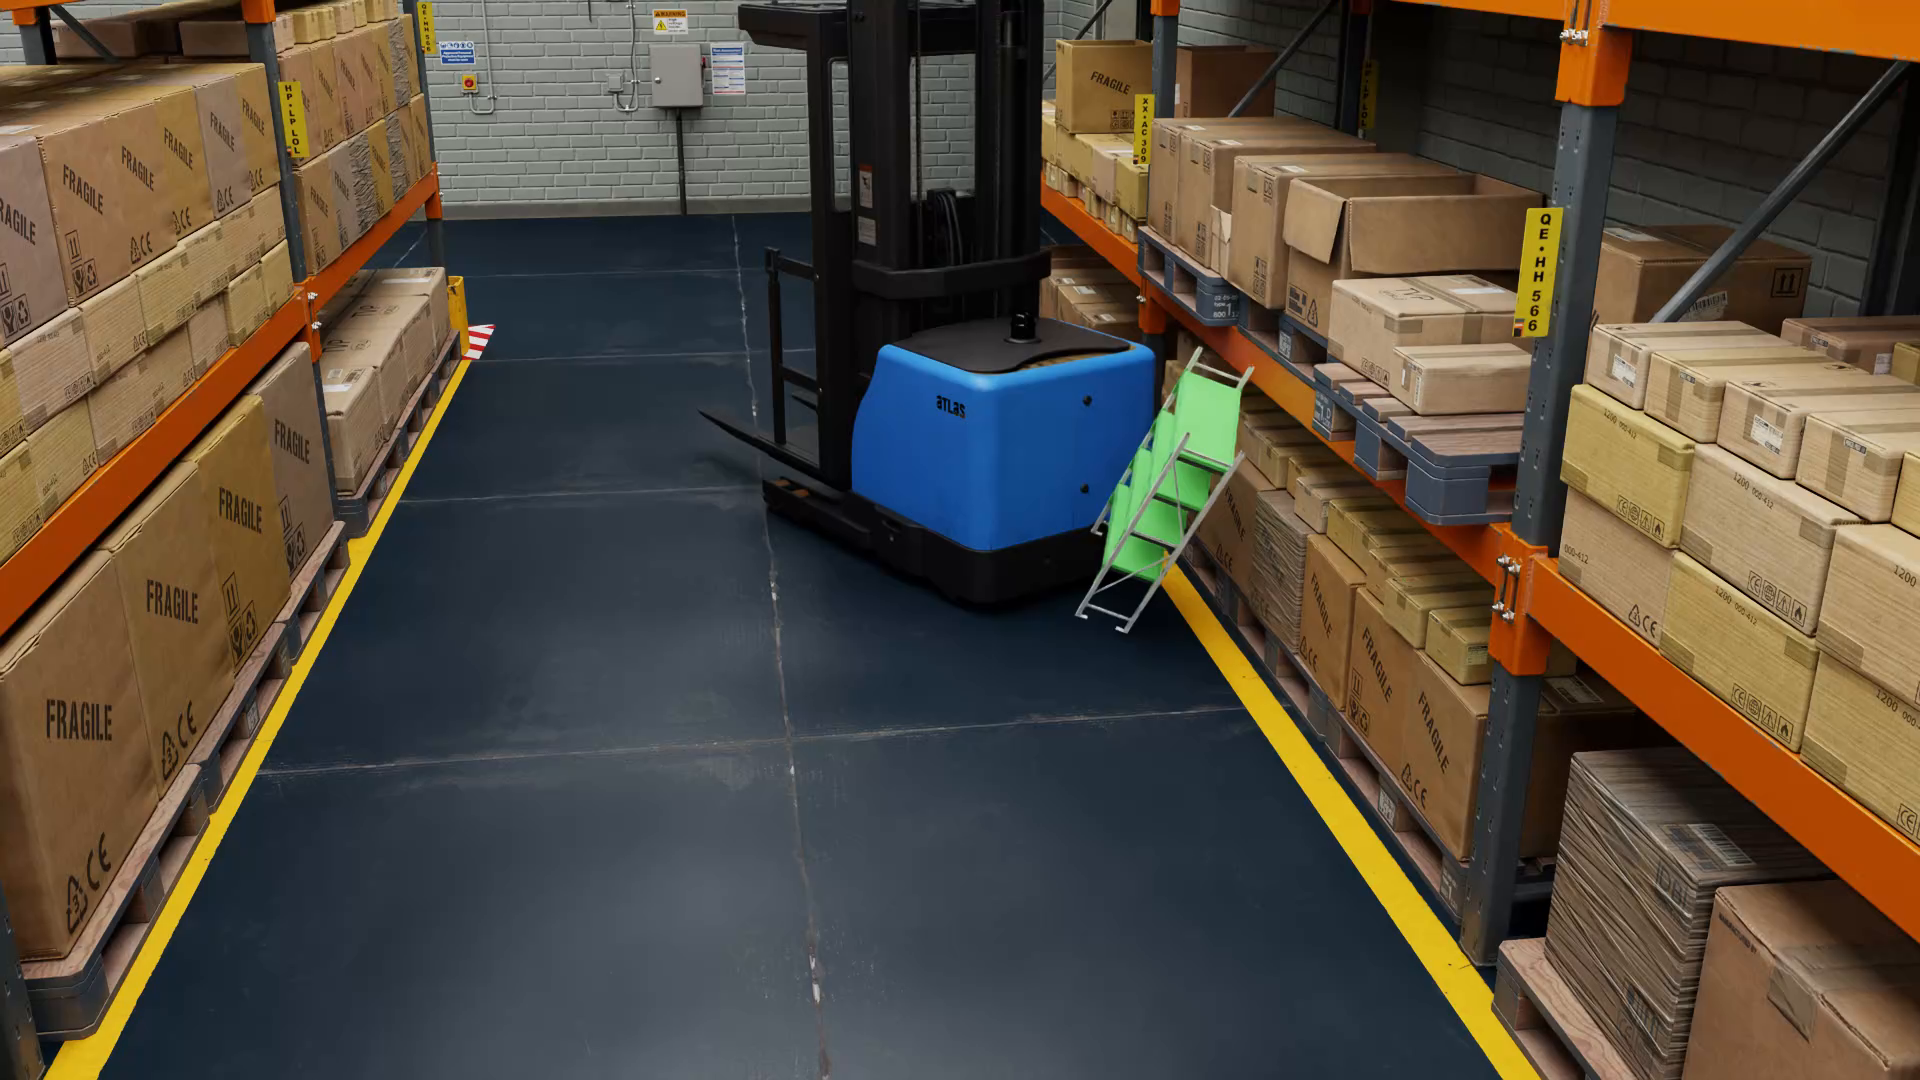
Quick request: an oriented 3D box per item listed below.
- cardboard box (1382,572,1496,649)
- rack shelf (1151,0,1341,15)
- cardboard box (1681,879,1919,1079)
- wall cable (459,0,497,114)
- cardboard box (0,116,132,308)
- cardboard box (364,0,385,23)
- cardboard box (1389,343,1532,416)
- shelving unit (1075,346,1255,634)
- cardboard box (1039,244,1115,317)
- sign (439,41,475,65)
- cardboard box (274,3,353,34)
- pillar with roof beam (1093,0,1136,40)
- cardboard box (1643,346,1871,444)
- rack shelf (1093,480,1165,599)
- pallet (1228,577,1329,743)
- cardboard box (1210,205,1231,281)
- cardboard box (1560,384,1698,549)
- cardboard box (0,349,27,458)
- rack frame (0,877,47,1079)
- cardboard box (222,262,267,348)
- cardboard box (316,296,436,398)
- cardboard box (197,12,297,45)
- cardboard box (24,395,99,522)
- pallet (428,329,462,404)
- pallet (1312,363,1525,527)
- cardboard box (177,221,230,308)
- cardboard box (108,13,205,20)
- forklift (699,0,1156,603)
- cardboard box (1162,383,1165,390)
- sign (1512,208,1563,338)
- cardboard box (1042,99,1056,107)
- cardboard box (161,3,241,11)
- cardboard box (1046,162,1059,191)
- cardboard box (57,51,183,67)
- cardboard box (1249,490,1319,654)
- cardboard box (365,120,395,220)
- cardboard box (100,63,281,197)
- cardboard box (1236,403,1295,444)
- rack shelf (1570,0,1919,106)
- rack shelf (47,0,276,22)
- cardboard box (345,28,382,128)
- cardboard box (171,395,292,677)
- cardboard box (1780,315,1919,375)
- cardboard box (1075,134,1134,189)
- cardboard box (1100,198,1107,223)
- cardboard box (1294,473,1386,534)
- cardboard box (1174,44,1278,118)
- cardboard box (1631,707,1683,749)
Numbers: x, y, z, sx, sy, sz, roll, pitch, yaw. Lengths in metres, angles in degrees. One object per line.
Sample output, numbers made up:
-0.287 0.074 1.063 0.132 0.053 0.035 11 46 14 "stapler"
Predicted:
1.600 0.223 5.377 0.380 0.149 0.250 -4 21 -11 "cardboard box"
1.127 -3.342 9.617 1.077 0.370 4.000 -3 21 -8 "rack shelf"
2.170 1.162 3.612 0.875 0.625 0.625 -2 21 -6 "cardboard box"
-4.908 -5.156 16.237 0.585 1.953 0.123 -3 21 -8 "wall cable"
-2.889 -0.994 5.019 0.500 0.500 0.500 -2 21 -6 "cardboard box"
-3.646 -3.158 9.886 0.380 0.149 0.250 -2 21 -7 "cardboard box"
1.518 -0.483 4.982 0.380 0.149 0.250 -3 21 -7 "cardboard box"
0.826 -0.180 6.825 0.258 1.200 0.503 20 49 -6 "shelving unit"
0.833 -1.777 11.654 0.797 0.503 0.637 -4 21 -10 "cardboard box"
-4.965 -4.811 16.423 0.327 0.218 0.001 -3 21 -8 "sign"
-3.485 -2.799 8.925 0.380 0.149 0.250 -3 21 -8 "cardboard box"
-2.918 -6.538 12.861 9.100 9.000 0.400 -3 21 -8 "pillar with roof beam"
1.786 -0.329 3.741 0.380 0.149 0.250 -2 21 -7 "cardboard box"
0.737 0.001 7.052 0.258 0.148 0.480 20 49 -6 "rack shelf"
1.749 0.428 6.768 1.003 0.211 1.213 -3 21 -8 "pallet"
1.236 -1.214 6.773 0.396 0.266 0.258 -2 21 -5 "cardboard box"
1.790 -0.193 3.945 0.500 0.250 0.500 -3 21 -8 "cardboard box"
-2.748 -0.296 4.222 0.500 0.250 0.500 -3 21 -8 "cardboard box"
-2.919 0.055 3.781 1.000 3.000 0.127 -3 21 -8 "rack frame"
-3.109 -0.940 6.661 0.500 0.250 0.500 -3 21 -9 "cardboard box"
-3.738 -1.171 10.126 0.875 0.438 0.875 -2 21 -6 "cardboard box"
-3.416 -2.445 7.977 0.380 0.149 0.250 -3 21 -8 "cardboard box"
-2.832 -0.233 4.768 0.500 0.250 0.500 -4 21 -9 "cardboard box"
-3.880 -1.135 10.954 1.003 0.211 1.213 -3 21 -8 "pallet"
1.825 -0.337 5.107 1.213 0.211 1.003 -3 21 -8 "pallet"
-3.032 -1.001 6.110 0.500 0.250 0.500 -2 21 -6 "cardboard box"
-3.812 -2.423 7.917 0.380 0.149 0.250 -3 21 -8 "cardboard box"
-0.362 -1.552 8.184 1.130 2.935 3.031 -14 25 -33 "forklift"
0.993 -0.799 9.375 0.396 0.266 0.258 -2 21 -6 "cardboard box"
1.456 -0.671 4.184 0.100 0.325 0.005 -3 21 -8 "sign"
0.638 -2.864 11.388 0.500 0.250 0.500 -3 21 -7 "cardboard box"
-4.027 -2.769 8.845 0.380 0.149 0.250 -3 21 -8 "cardboard box"
0.751 -2.272 10.372 0.380 0.149 0.250 -4 21 -9 "cardboard box"
-3.837 -1.994 7.696 0.500 0.500 0.500 -3 21 -8 "cardboard box"
1.485 0.109 6.610 0.500 0.500 0.500 -4 21 -10 "cardboard box"
-3.512 -2.077 9.348 0.500 0.500 0.500 -2 21 -6 "cardboard box"
-3.183 -1.703 6.916 0.500 0.500 0.500 -2 21 -6 "cardboard box"
1.422 -0.499 7.309 0.380 0.149 0.250 -3 21 -9 "cardboard box"
2.280 -0.572 2.201 1.077 0.370 4.000 -3 21 -8 "rack shelf"
-3.784 -3.090 8.944 1.077 0.370 4.000 -3 21 -8 "rack shelf"
-3.524 -2.550 9.184 0.500 0.500 0.500 -3 21 -8 "cardboard box"
-3.189 -0.008 6.387 0.875 0.875 0.875 -2 21 -6 "cardboard box"
2.239 -0.444 4.049 0.380 0.149 0.250 -2 21 -6 "cardboard box"
0.955 -2.160 9.502 0.500 0.250 0.500 -3 21 -8 "cardboard box"
0.988 -1.831 9.191 0.380 0.149 0.250 -2 21 -6 "cardboard box"
1.507 -0.145 6.361 0.380 0.149 0.250 -4 21 -10 "cardboard box"
1.464 -2.531 9.422 0.500 0.500 0.500 -3 21 -9 "cardboard box"
2.209 0.618 5.247 0.500 0.500 0.500 -2 21 -6 "cardboard box"
